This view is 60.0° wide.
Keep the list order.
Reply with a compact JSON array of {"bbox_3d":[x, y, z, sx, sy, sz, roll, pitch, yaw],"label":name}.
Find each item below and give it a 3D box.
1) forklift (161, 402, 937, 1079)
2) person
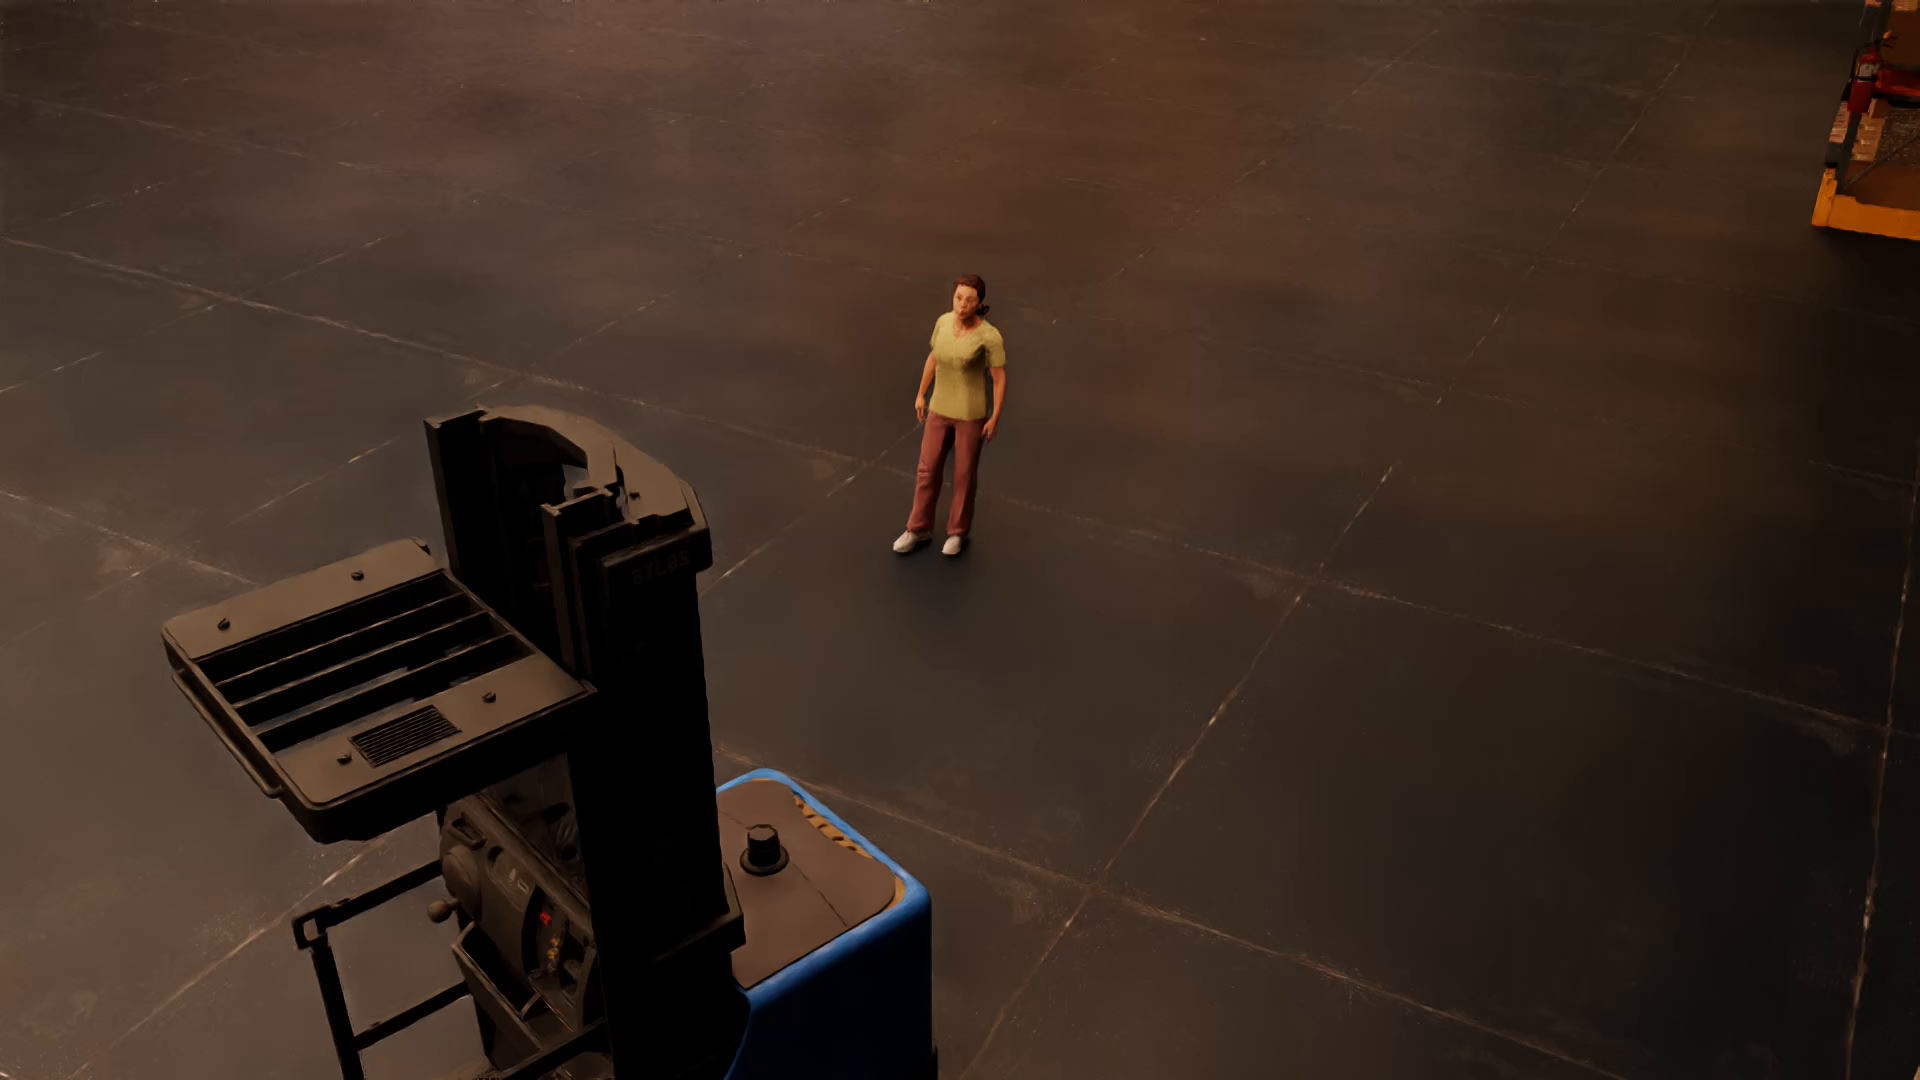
[{"bbox_3d":[-1.529,1.177,5.031,3.031,2.935,1.130,-24,37,-35],"label":"forklift"},{"bbox_3d":[-0.045,-0.702,9.529,0.554,1.674,0.548,15,33,25],"label":"person"}]
